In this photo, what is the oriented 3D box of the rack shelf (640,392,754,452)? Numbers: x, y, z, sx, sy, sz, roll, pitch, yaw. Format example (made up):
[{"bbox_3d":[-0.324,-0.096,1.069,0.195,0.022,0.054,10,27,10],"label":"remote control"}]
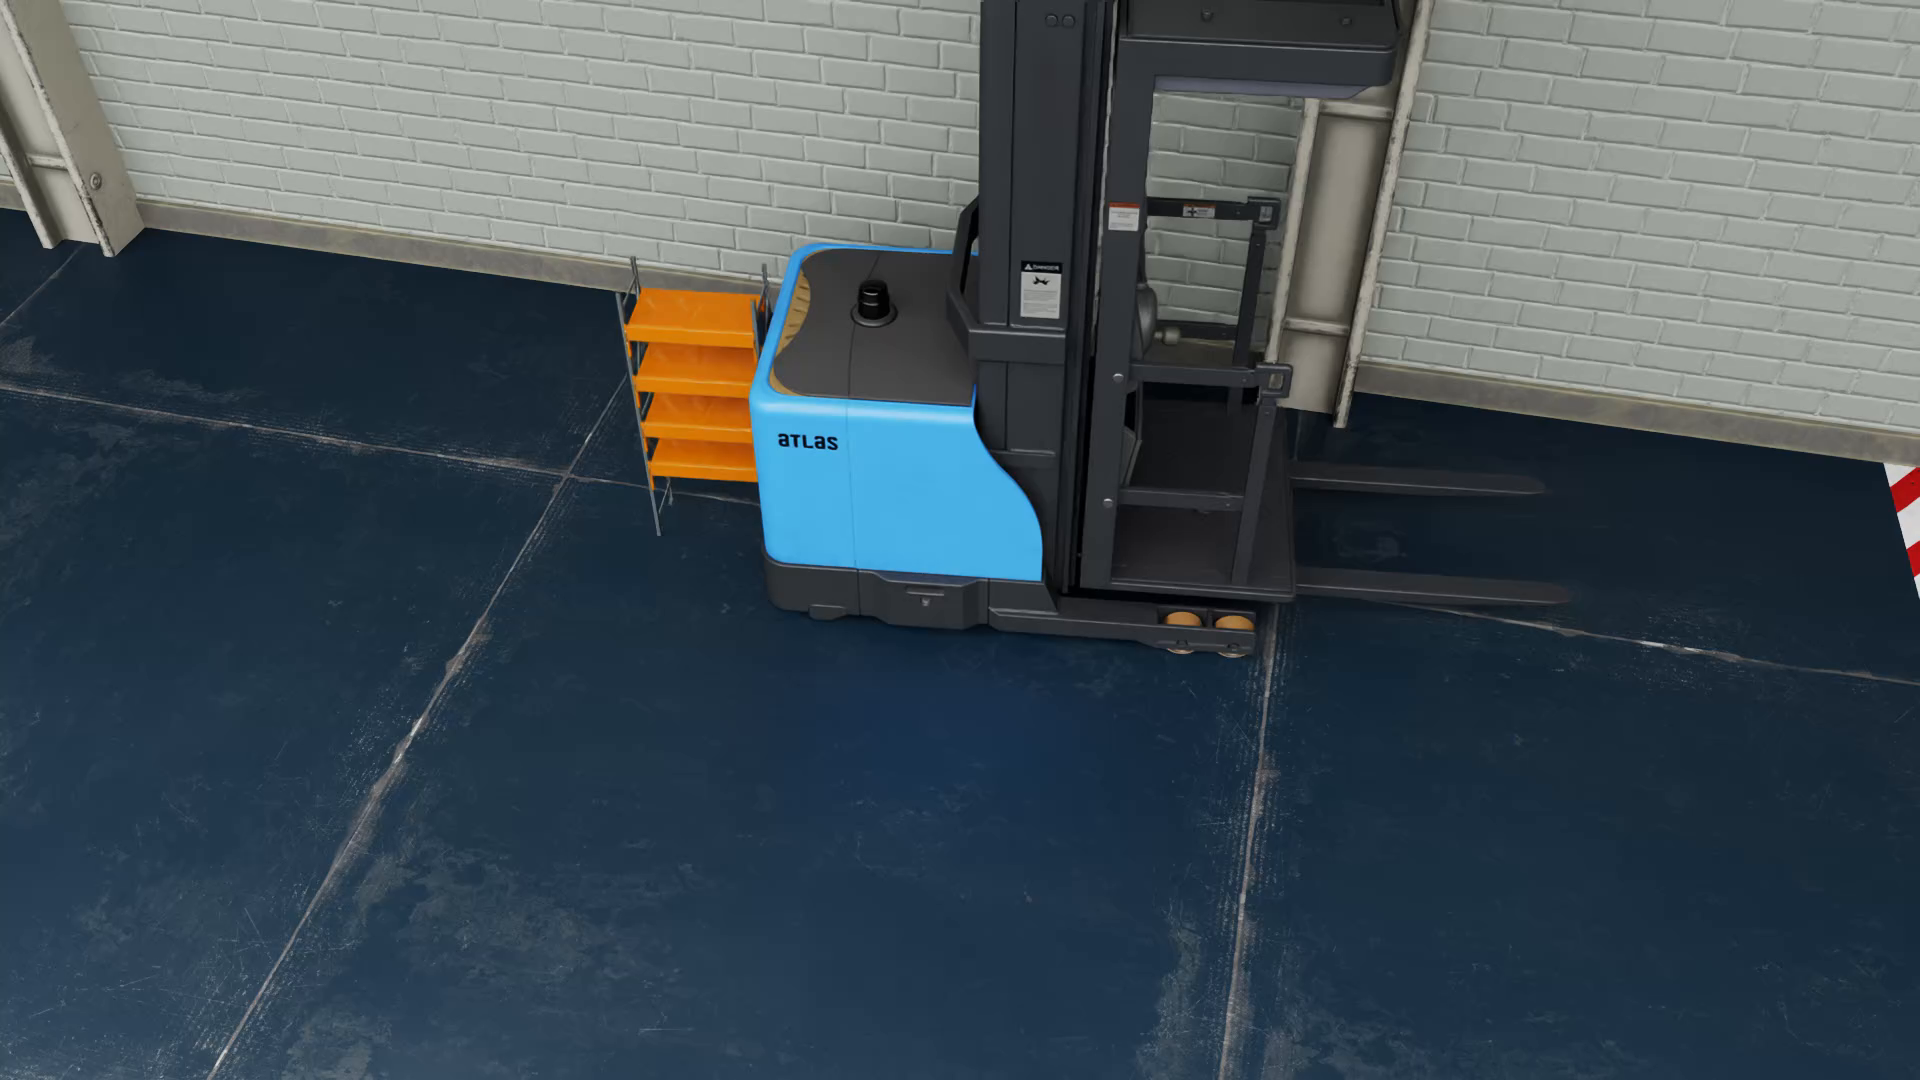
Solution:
[{"bbox_3d":[-0.969,-0.464,6.464,0.480,0.148,0.258,4,44,4],"label":"rack shelf"}]

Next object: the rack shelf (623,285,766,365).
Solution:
[{"bbox_3d":[-0.969,-0.796,6.145,0.480,0.148,0.258,4,44,4],"label":"rack shelf"}]

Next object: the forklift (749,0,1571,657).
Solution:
[{"bbox_3d":[0.801,-1.001,5.677,3.031,2.935,1.130,4,44,4],"label":"forklift"}]

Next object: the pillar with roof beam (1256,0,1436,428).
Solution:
[{"bbox_3d":[0.582,-0.949,1.247,0.400,9.000,9.100,9,45,9],"label":"pillar with roof beam"}]

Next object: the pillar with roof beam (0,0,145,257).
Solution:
[{"bbox_3d":[-5.273,-1.858,2.191,0.400,9.000,9.100,9,45,9],"label":"pillar with roof beam"}]

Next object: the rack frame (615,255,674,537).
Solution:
[{"bbox_3d":[-1.211,-0.529,6.435,0.015,1.200,0.240,4,44,4],"label":"rack frame"}]

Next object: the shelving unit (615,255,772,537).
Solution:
[{"bbox_3d":[-0.969,-0.513,6.417,0.503,1.200,0.258,4,44,4],"label":"shelving unit"}]

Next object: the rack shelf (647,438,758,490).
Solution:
[{"bbox_3d":[-0.969,-0.321,6.602,0.480,0.148,0.258,4,44,4],"label":"rack shelf"}]

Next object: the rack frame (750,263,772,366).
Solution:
[{"bbox_3d":[-0.726,-0.496,6.400,0.015,1.200,0.240,4,44,4],"label":"rack frame"}]

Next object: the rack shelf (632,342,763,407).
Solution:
[{"bbox_3d":[-0.969,-0.625,6.309,0.480,0.148,0.258,4,44,4],"label":"rack shelf"}]
